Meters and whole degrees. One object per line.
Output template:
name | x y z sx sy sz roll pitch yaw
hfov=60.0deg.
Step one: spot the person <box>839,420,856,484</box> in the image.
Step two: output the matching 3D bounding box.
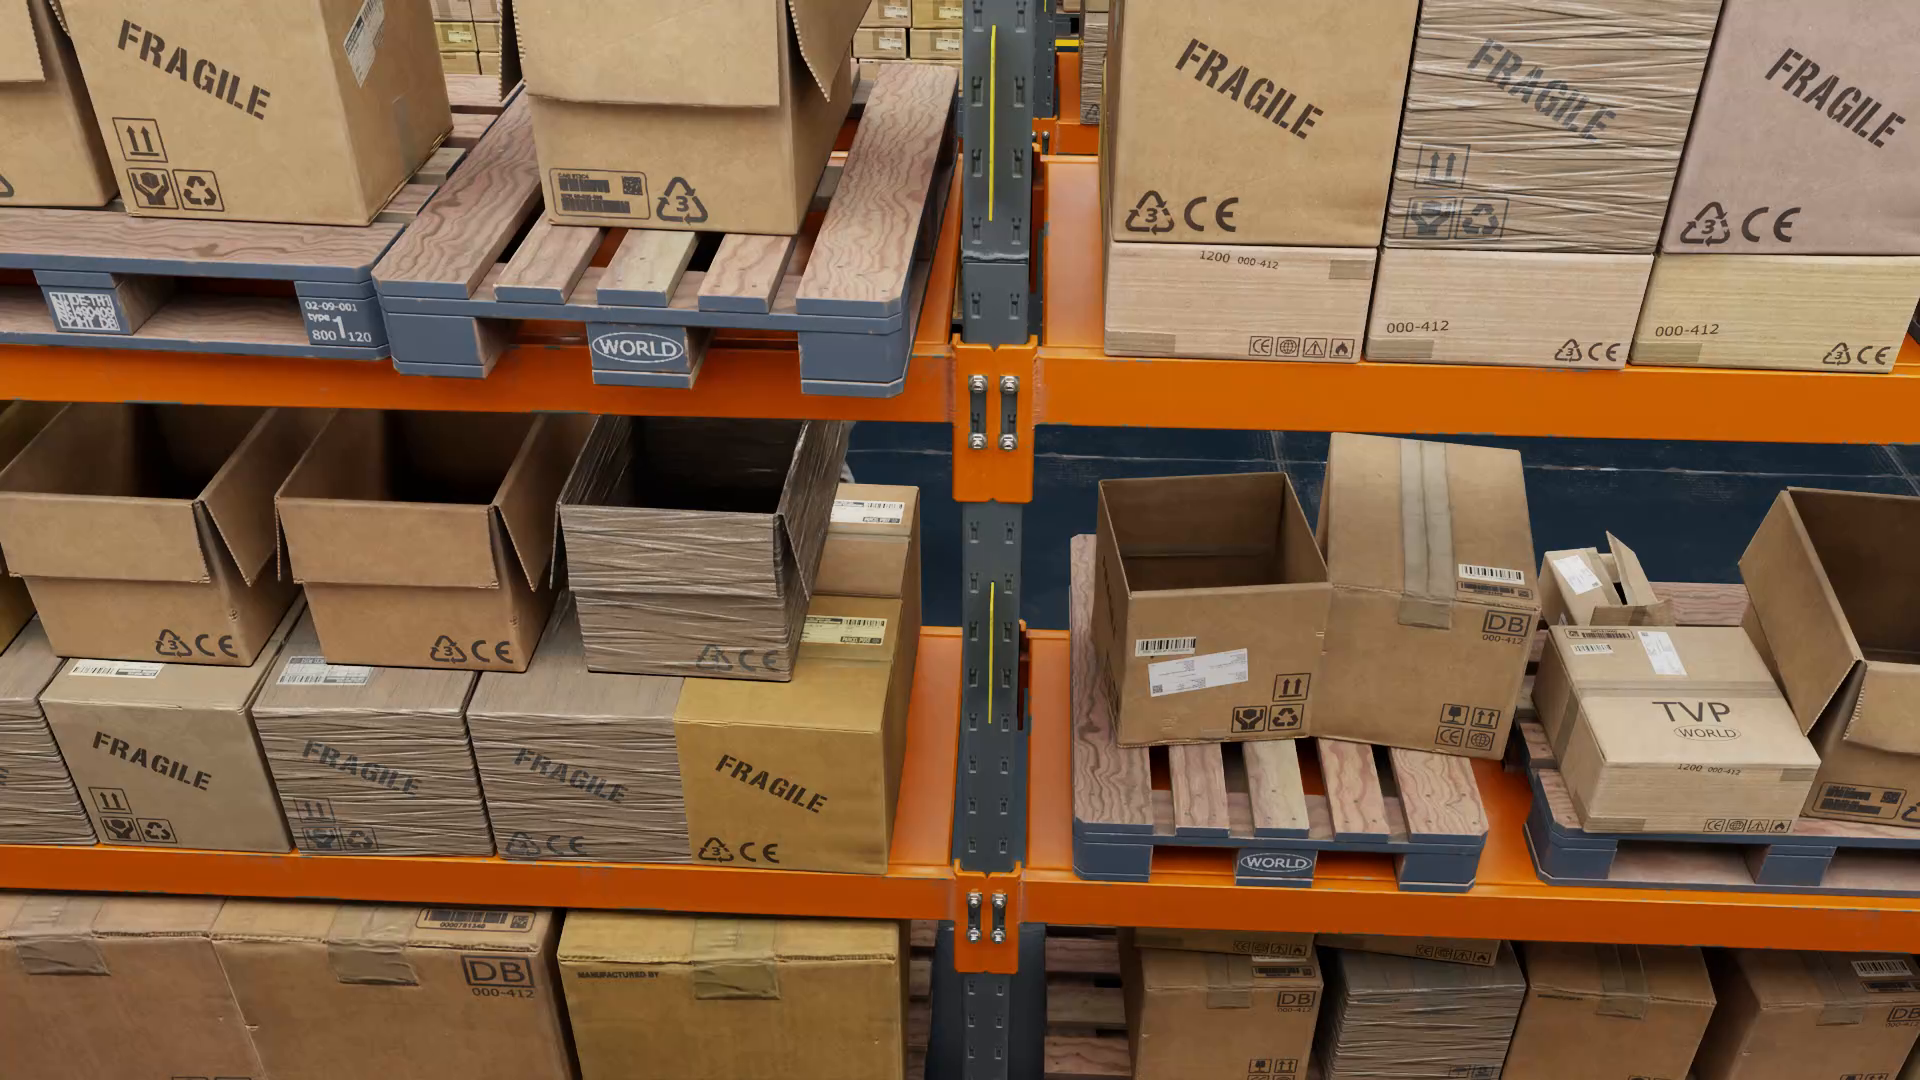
person | -0.621 -0.591 6.942 0.556 1.686 0.459 2 36 2
